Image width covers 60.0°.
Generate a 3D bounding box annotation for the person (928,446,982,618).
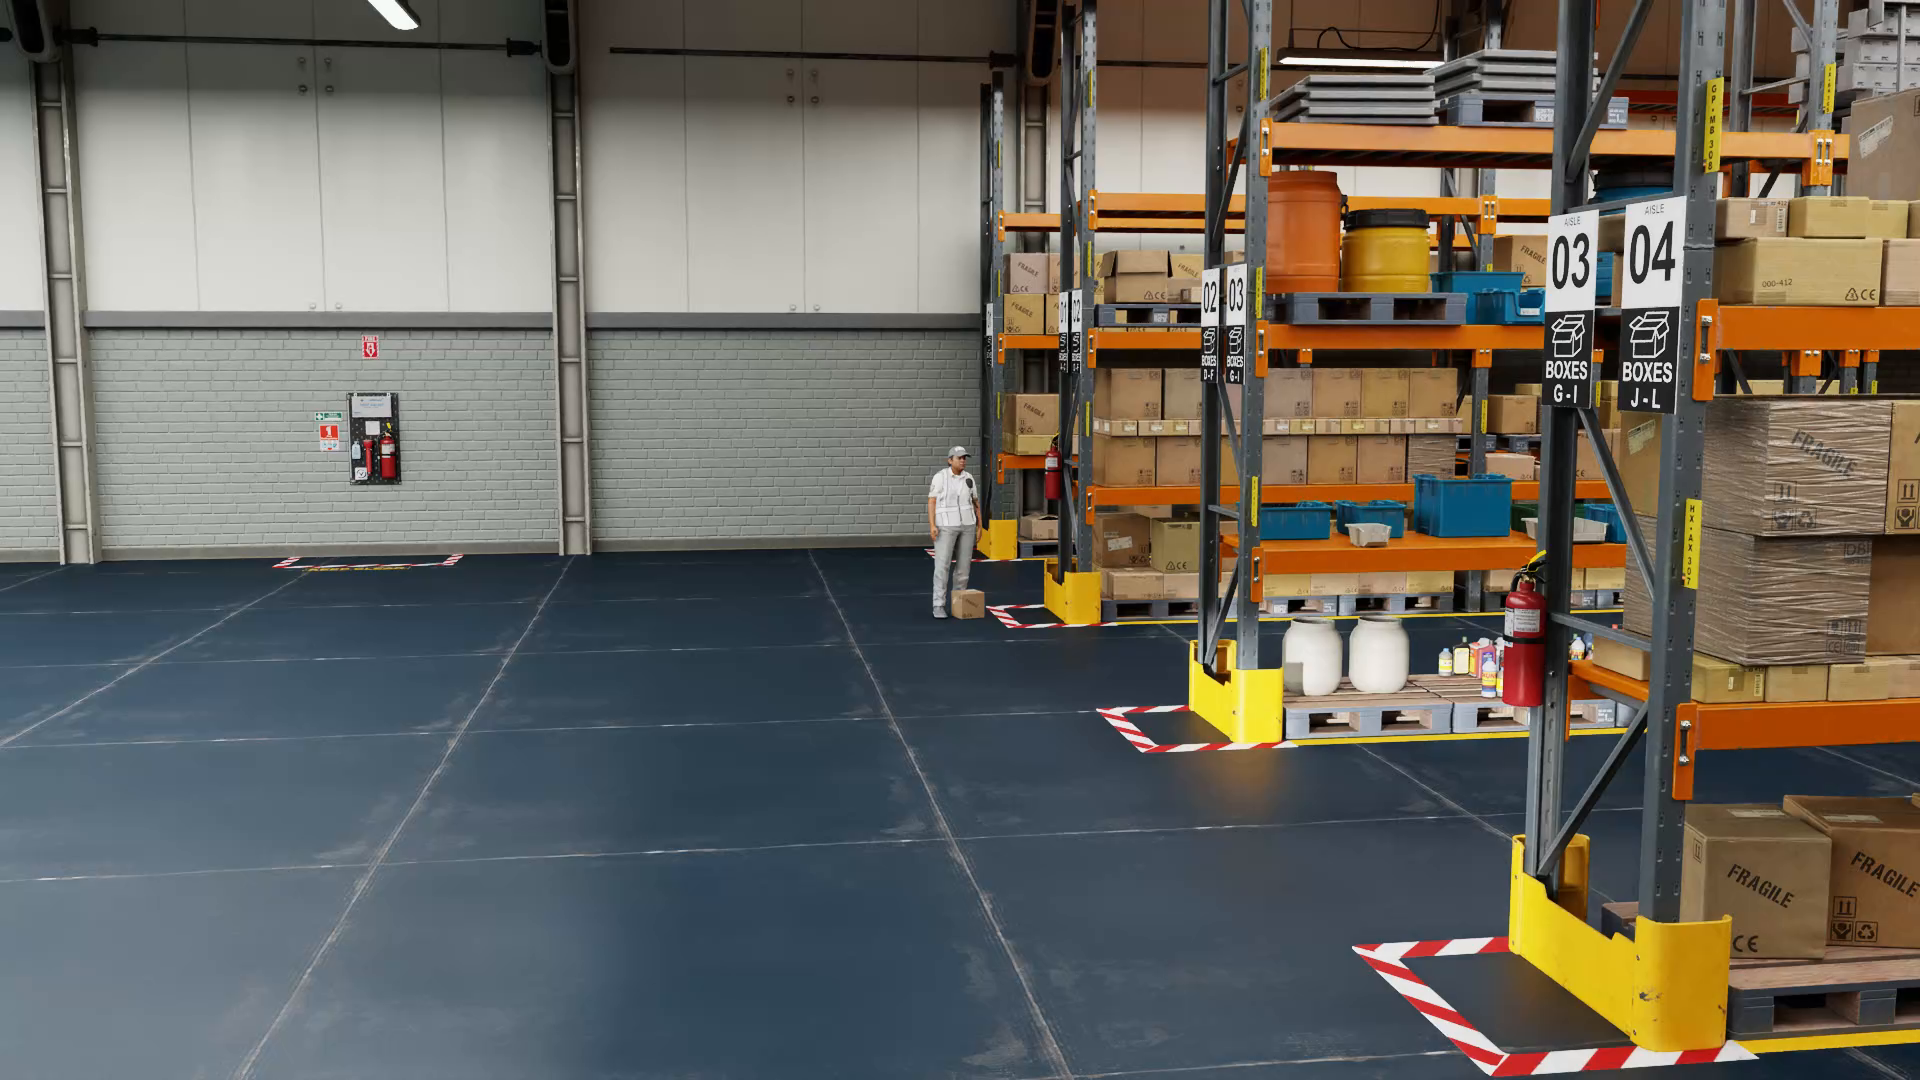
[{"bbox_3d":[-0.036,-0.095,16.546,0.598,1.669,0.529,-3,7,-22],"label":"person"}]
